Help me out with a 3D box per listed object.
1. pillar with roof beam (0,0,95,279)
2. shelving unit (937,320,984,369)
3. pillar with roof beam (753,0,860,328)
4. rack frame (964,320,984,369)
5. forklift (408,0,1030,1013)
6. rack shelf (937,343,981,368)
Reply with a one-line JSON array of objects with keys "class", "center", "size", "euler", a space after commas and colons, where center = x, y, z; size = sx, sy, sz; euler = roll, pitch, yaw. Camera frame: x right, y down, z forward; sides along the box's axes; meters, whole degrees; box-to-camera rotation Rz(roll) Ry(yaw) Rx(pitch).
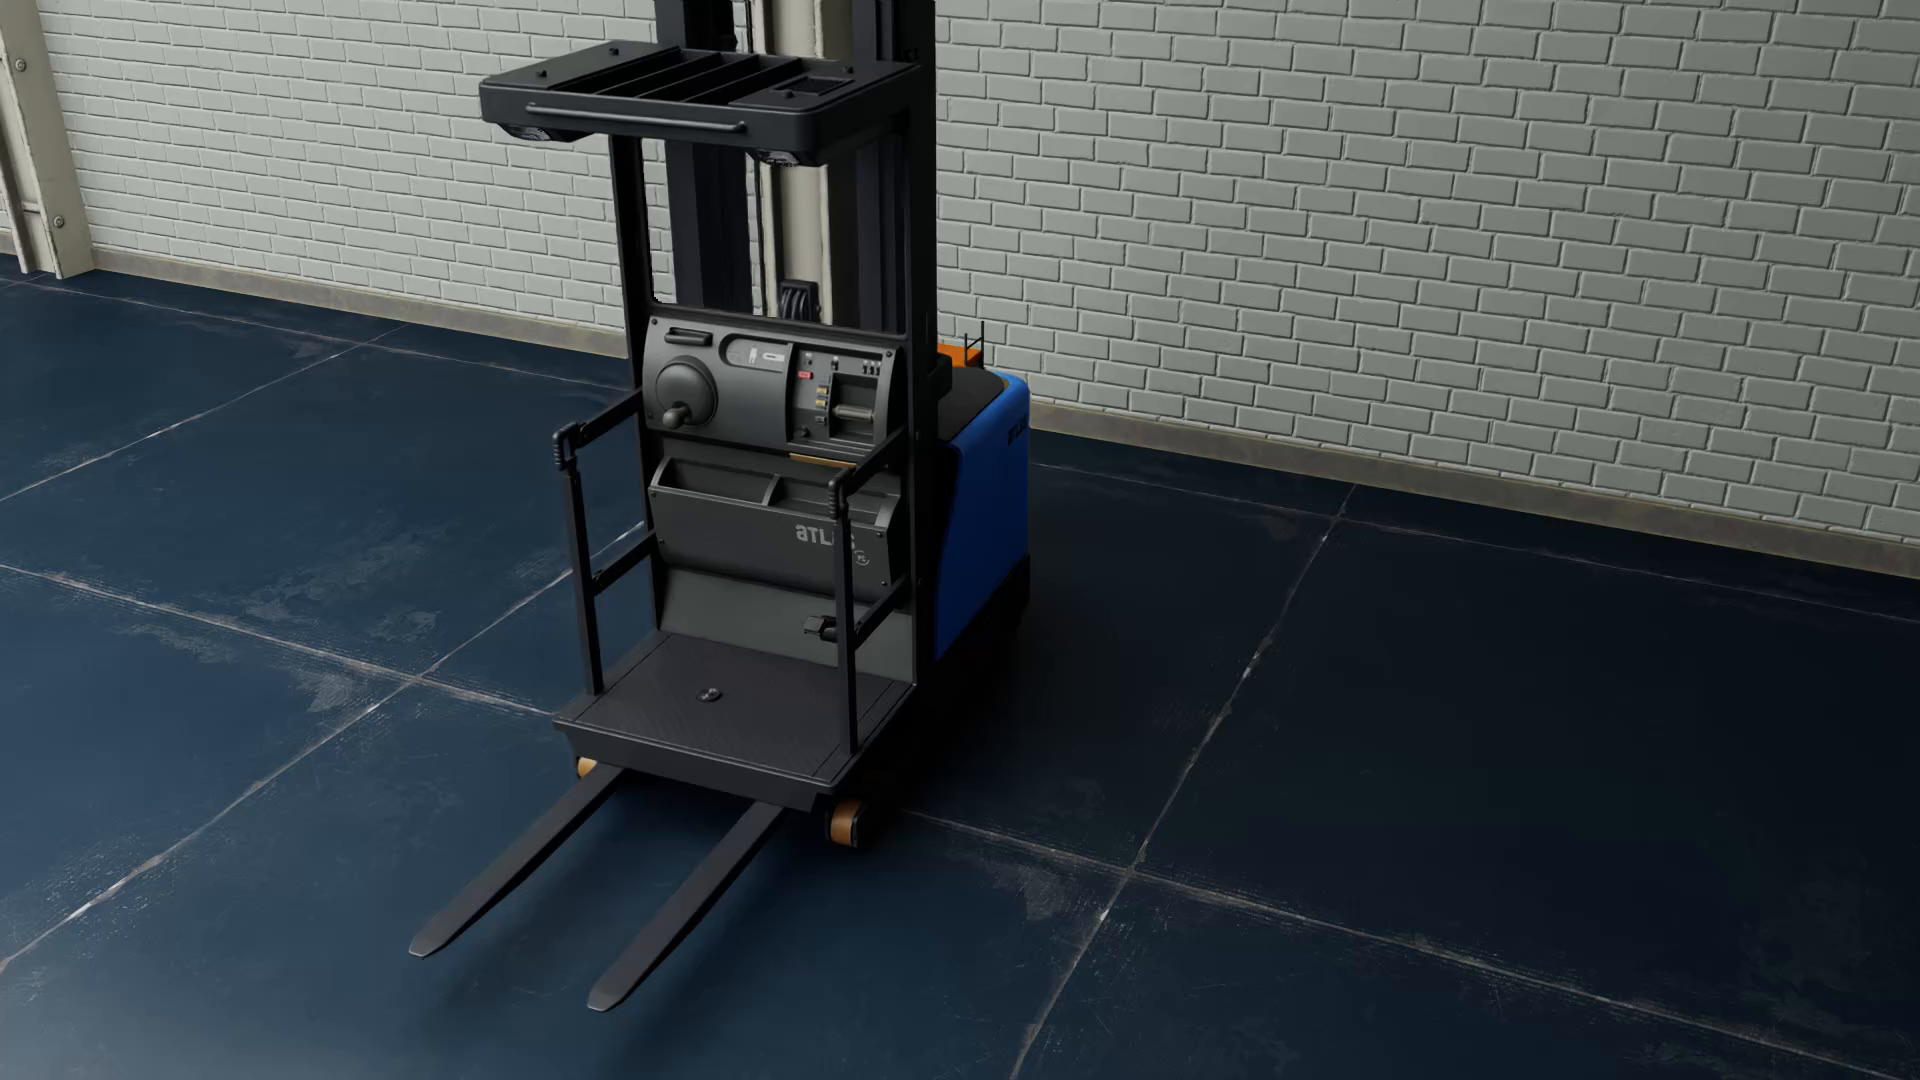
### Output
[{"class": "pillar with roof beam", "center": [-8.040, -4.186, 6.065], "size": [0.400, 9.000, 9.100], "euler": [11, 28, 22]}, {"class": "shelving unit", "center": [-0.049, -0.481, 7.538], "size": [0.252, 1.050, 0.215], "euler": [11, 28, 22]}, {"class": "pillar with roof beam", "center": [-2.578, -3.089, 3.837], "size": [0.400, 9.000, 9.100], "euler": [11, 28, 22]}, {"class": "rack frame", "center": [0.062, -0.458, 7.493], "size": [0.008, 1.050, 0.200], "euler": [11, 28, 22]}, {"class": "forklift", "center": [-0.727, -0.485, 5.418], "size": [1.130, 2.935, 3.031], "euler": [10, 28, 20]}, {"class": "rack shelf", "center": [-0.049, -0.726, 7.417], "size": [0.240, 0.259, 0.215], "euler": [11, 28, 22]}]
